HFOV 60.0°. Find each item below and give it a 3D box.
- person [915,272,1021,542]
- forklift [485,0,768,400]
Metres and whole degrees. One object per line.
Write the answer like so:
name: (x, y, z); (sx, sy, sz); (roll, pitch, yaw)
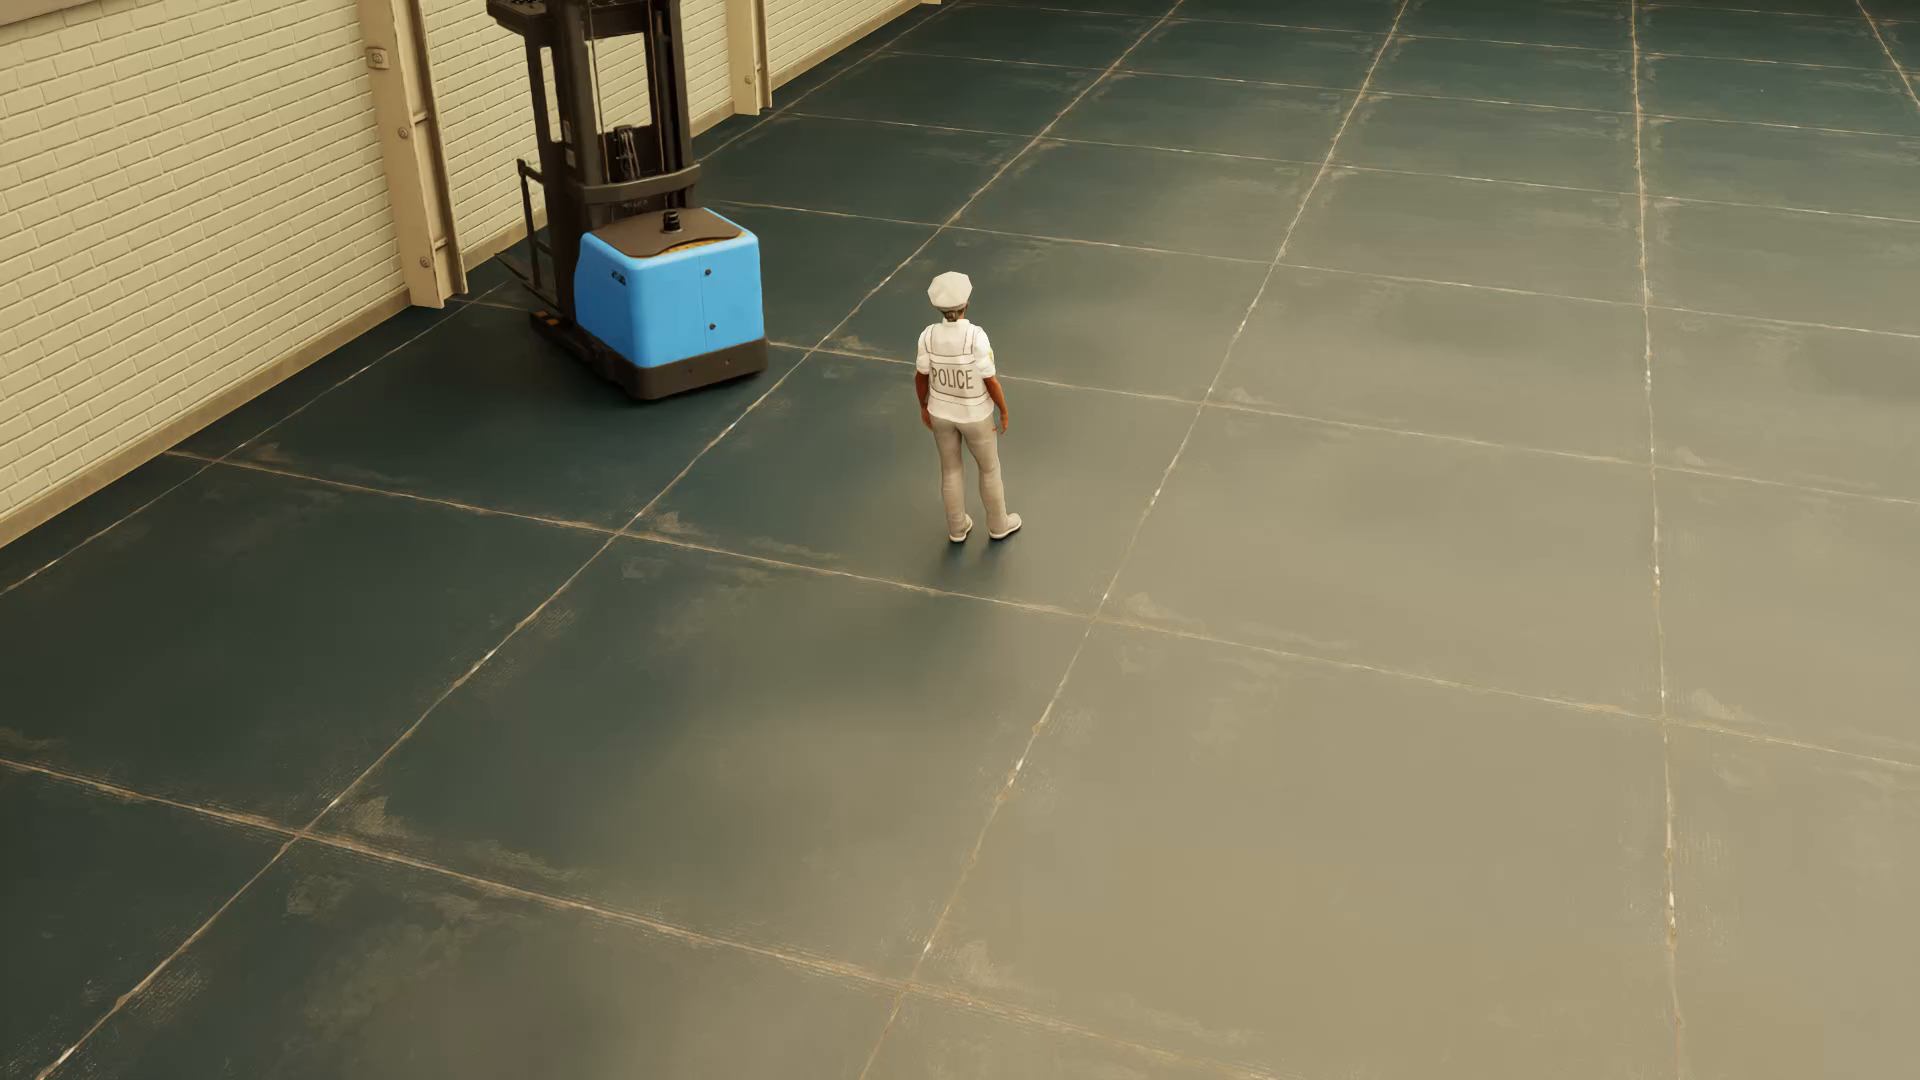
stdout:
person: (0.043, -0.773, 9.729); (0.569, 1.692, 0.530); (10, 31, 16)
forklift: (-2.682, -2.934, 12.283); (1.130, 2.935, 3.031); (-20, 35, -31)
